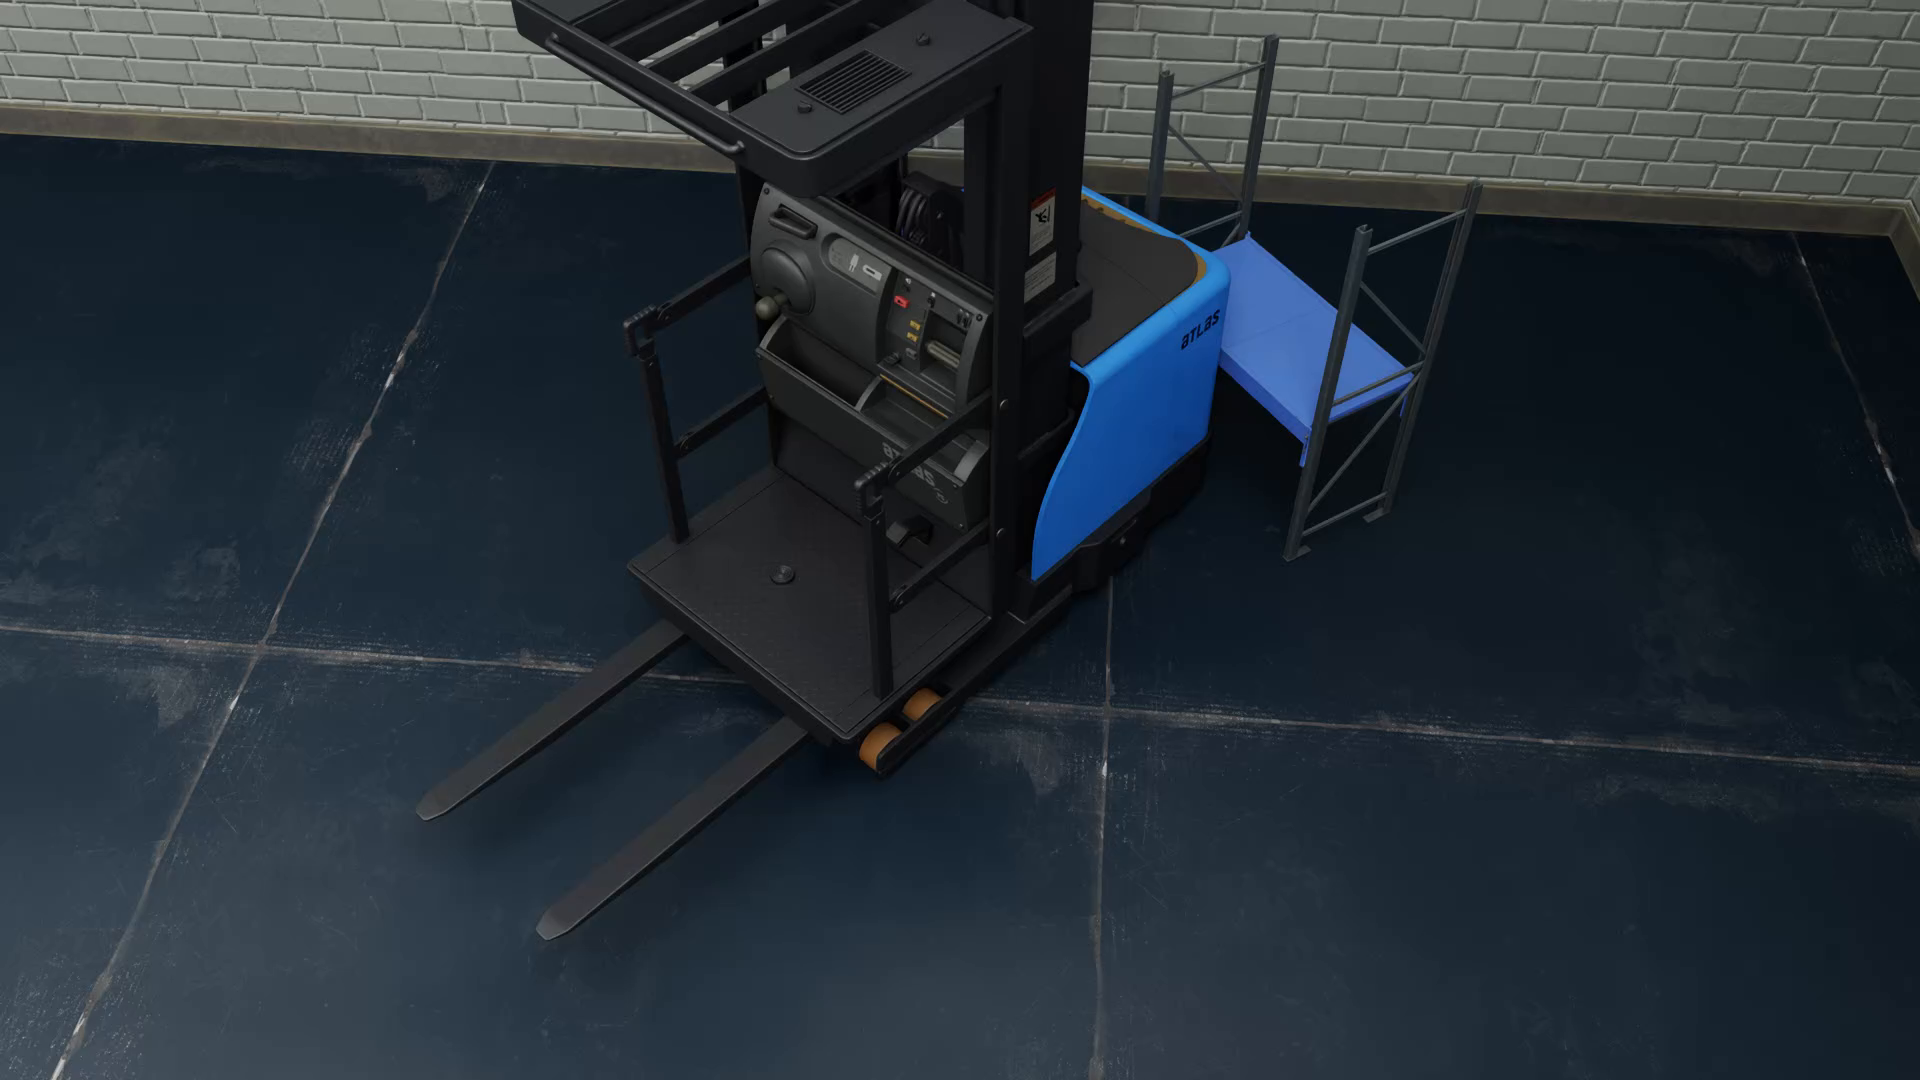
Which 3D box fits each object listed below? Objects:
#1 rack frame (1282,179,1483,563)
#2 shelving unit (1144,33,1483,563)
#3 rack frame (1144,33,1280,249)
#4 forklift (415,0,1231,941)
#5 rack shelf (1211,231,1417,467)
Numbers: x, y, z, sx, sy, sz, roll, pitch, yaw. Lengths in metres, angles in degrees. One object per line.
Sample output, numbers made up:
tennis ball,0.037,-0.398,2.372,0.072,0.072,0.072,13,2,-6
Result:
rack frame,1.426,-0.529,5.714,0.500,1.500,0.032,-24,52,-21
shelving unit,1.160,-0.849,6.007,0.538,1.500,1.048,-24,52,-21
rack frame,0.895,-1.169,6.300,0.500,1.500,0.032,-24,52,-21
forklift,-0.428,-0.649,4.857,1.130,2.935,3.031,34,56,27
rack shelf,1.159,-0.727,6.139,0.538,0.185,1.000,-24,52,-21
